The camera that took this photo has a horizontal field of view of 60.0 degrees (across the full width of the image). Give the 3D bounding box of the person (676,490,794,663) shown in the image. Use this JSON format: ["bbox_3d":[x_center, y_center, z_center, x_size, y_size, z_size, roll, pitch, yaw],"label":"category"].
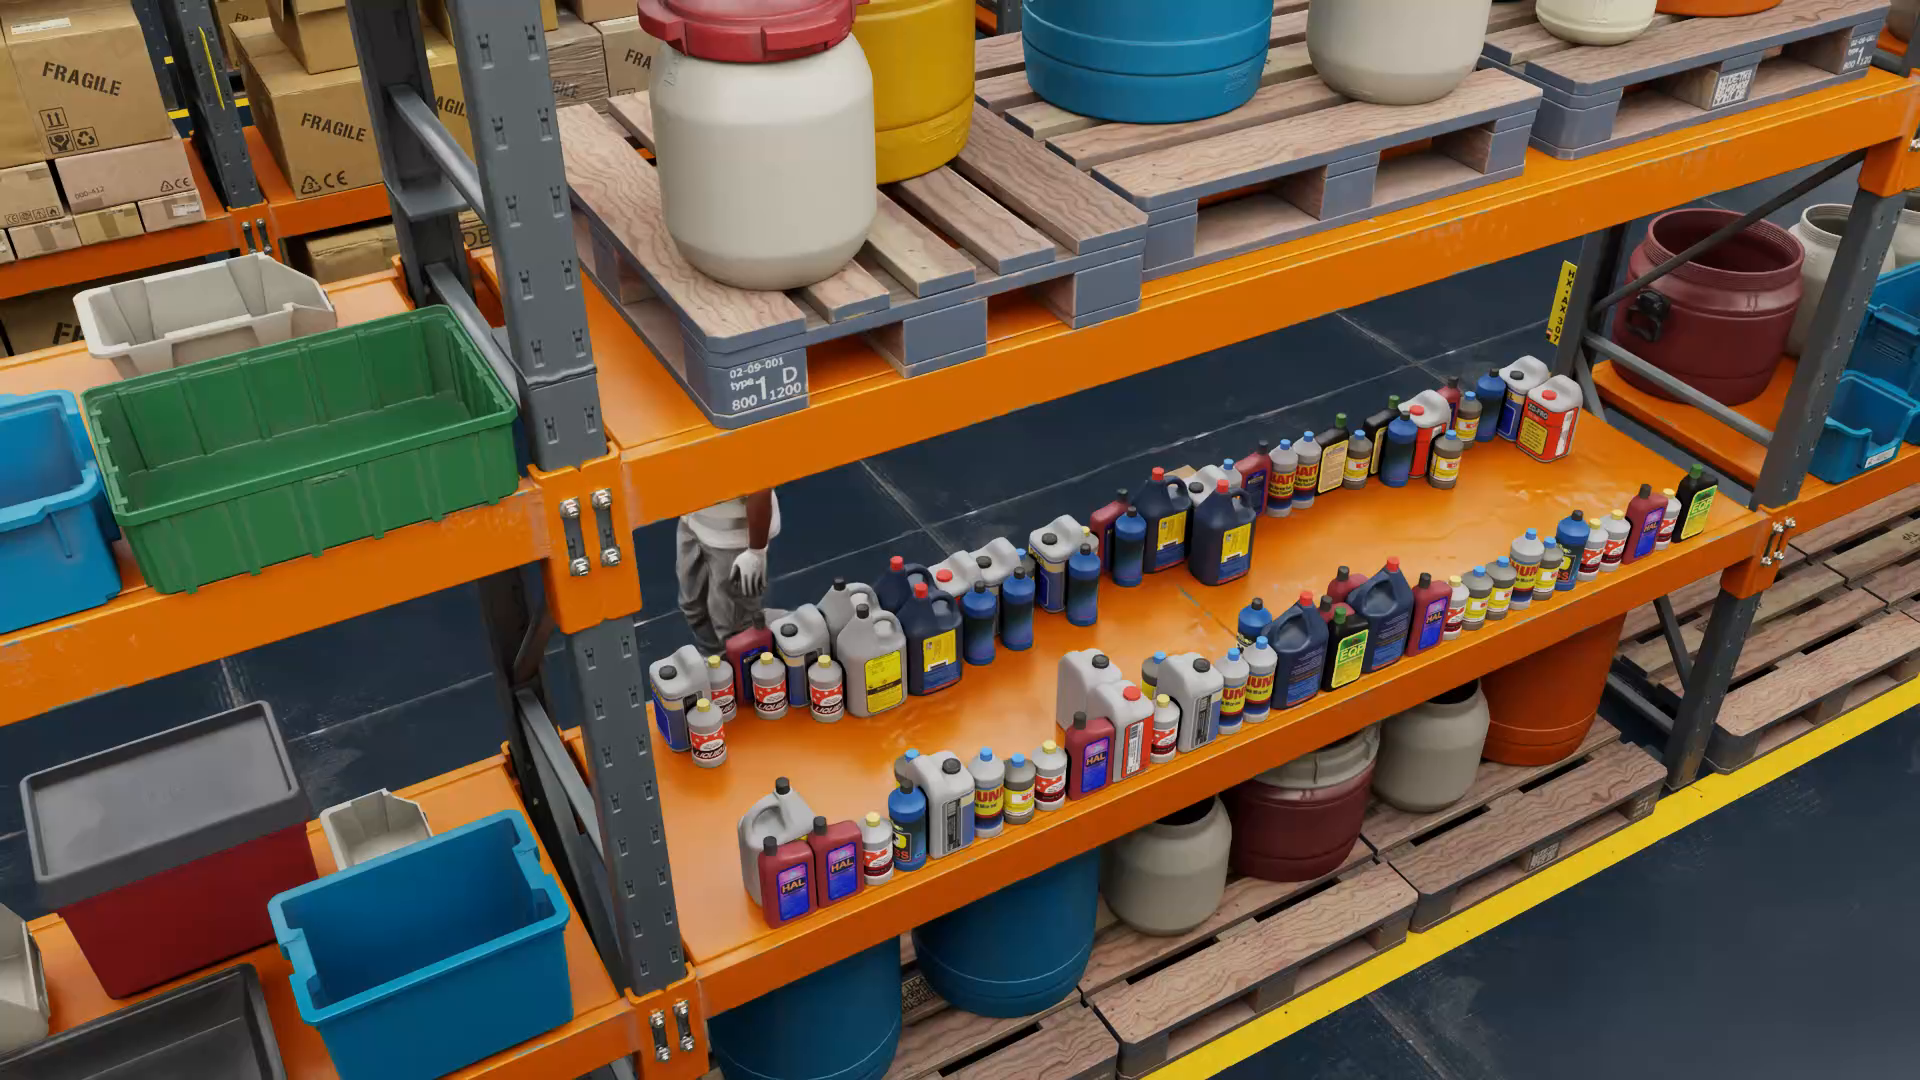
[{"bbox_3d":[-0.798,-0.114,6.195,0.534,1.707,0.566,-23,42,-27],"label":"person"}]
